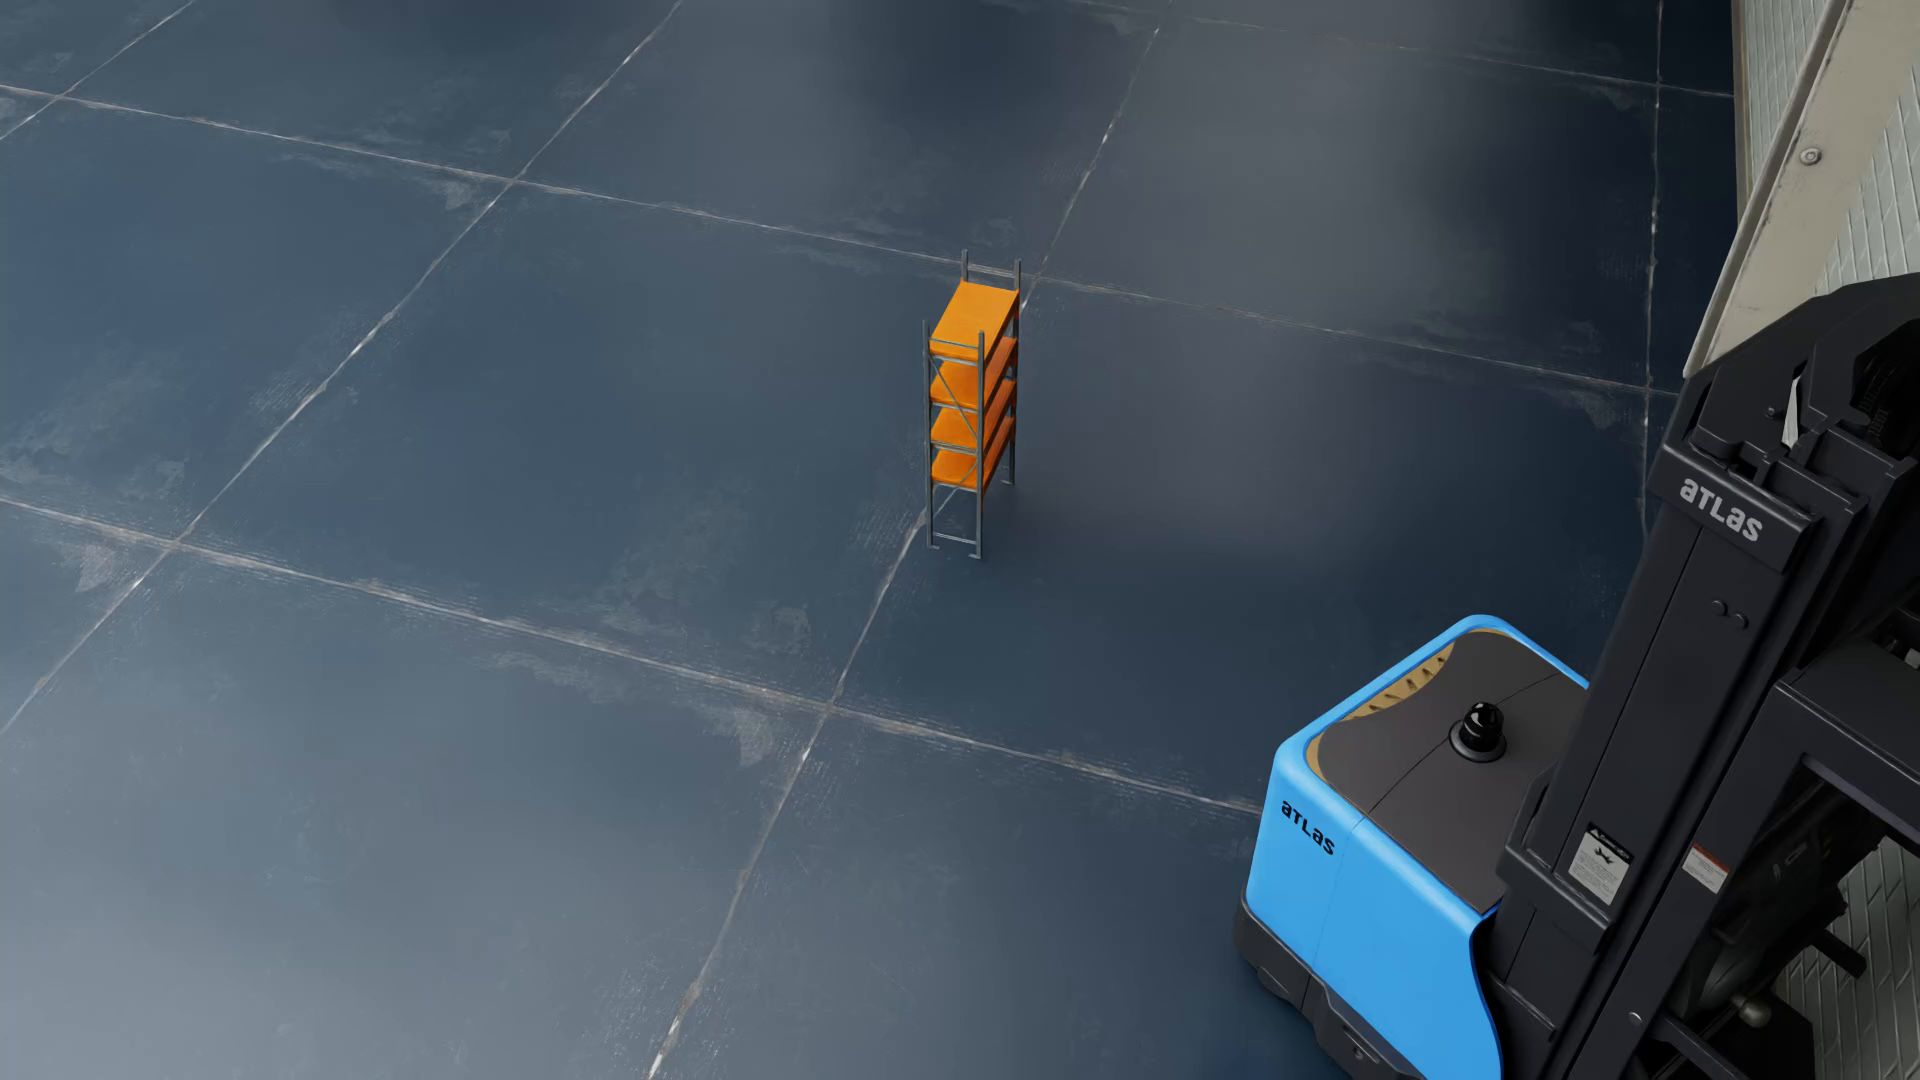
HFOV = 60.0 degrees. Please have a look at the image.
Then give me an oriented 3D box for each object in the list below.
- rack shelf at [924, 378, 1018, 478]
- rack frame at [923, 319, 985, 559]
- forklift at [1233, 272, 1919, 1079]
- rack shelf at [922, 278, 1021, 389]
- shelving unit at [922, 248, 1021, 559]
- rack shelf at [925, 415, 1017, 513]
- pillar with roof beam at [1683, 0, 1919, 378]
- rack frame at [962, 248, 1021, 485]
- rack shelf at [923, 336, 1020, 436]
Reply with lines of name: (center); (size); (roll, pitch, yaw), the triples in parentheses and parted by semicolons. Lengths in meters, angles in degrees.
rack shelf: (0.050, -0.491, 6.889); (0.258, 0.148, 0.480); (13, 46, 13)
rack frame: (-0.024, -0.377, 6.676); (0.240, 1.200, 0.015); (13, 46, 13)
forklift: (2.229, 0.957, 4.076); (1.130, 2.935, 3.031); (-29, 51, -26)
rack shelf: (0.050, -0.820, 6.567); (0.258, 0.148, 0.480); (13, 46, 13)
shelving unit: (0.050, -0.539, 6.842); (0.258, 1.200, 0.503); (13, 46, 13)
rack shelf: (0.050, -0.349, 7.028); (0.258, 0.148, 0.480); (13, 46, 13)
pillar with roof beam: (-0.545, -4.778, 5.598); (9.100, 9.000, 0.400); (13, 46, 13)
rack frame: (0.124, -0.702, 7.008); (0.240, 1.200, 0.015); (13, 46, 13)
rack shelf: (0.050, -0.651, 6.733); (0.258, 0.148, 0.480); (13, 46, 13)
